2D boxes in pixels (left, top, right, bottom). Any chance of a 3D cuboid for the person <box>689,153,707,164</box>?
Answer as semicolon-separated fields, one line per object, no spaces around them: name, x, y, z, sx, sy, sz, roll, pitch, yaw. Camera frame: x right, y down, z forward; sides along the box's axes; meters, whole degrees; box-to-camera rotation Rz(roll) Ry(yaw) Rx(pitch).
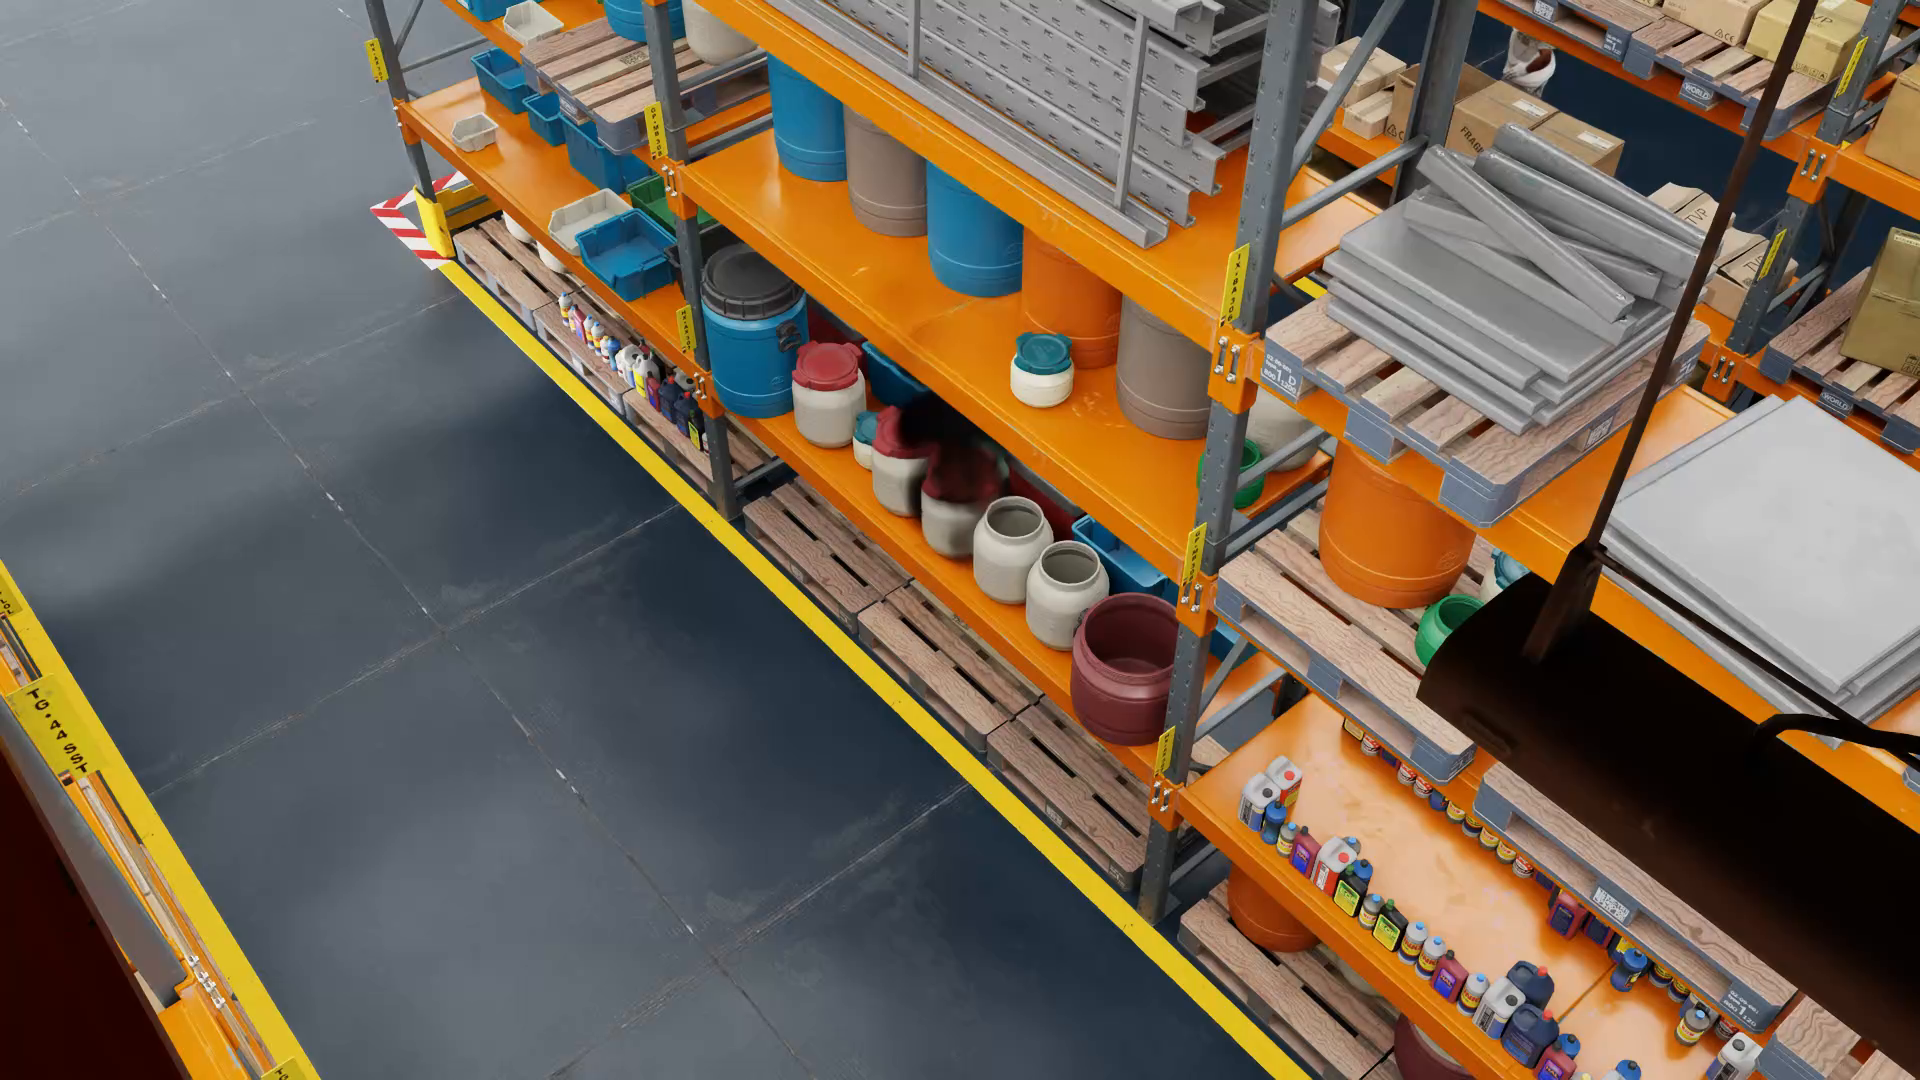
person;-2.411;-3.620;13.330;0.780;1.689;0.601;23;51;20

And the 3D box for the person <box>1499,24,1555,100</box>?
person;4.525;-3.700;13.237;0.984;1.781;0.684;36;56;29
